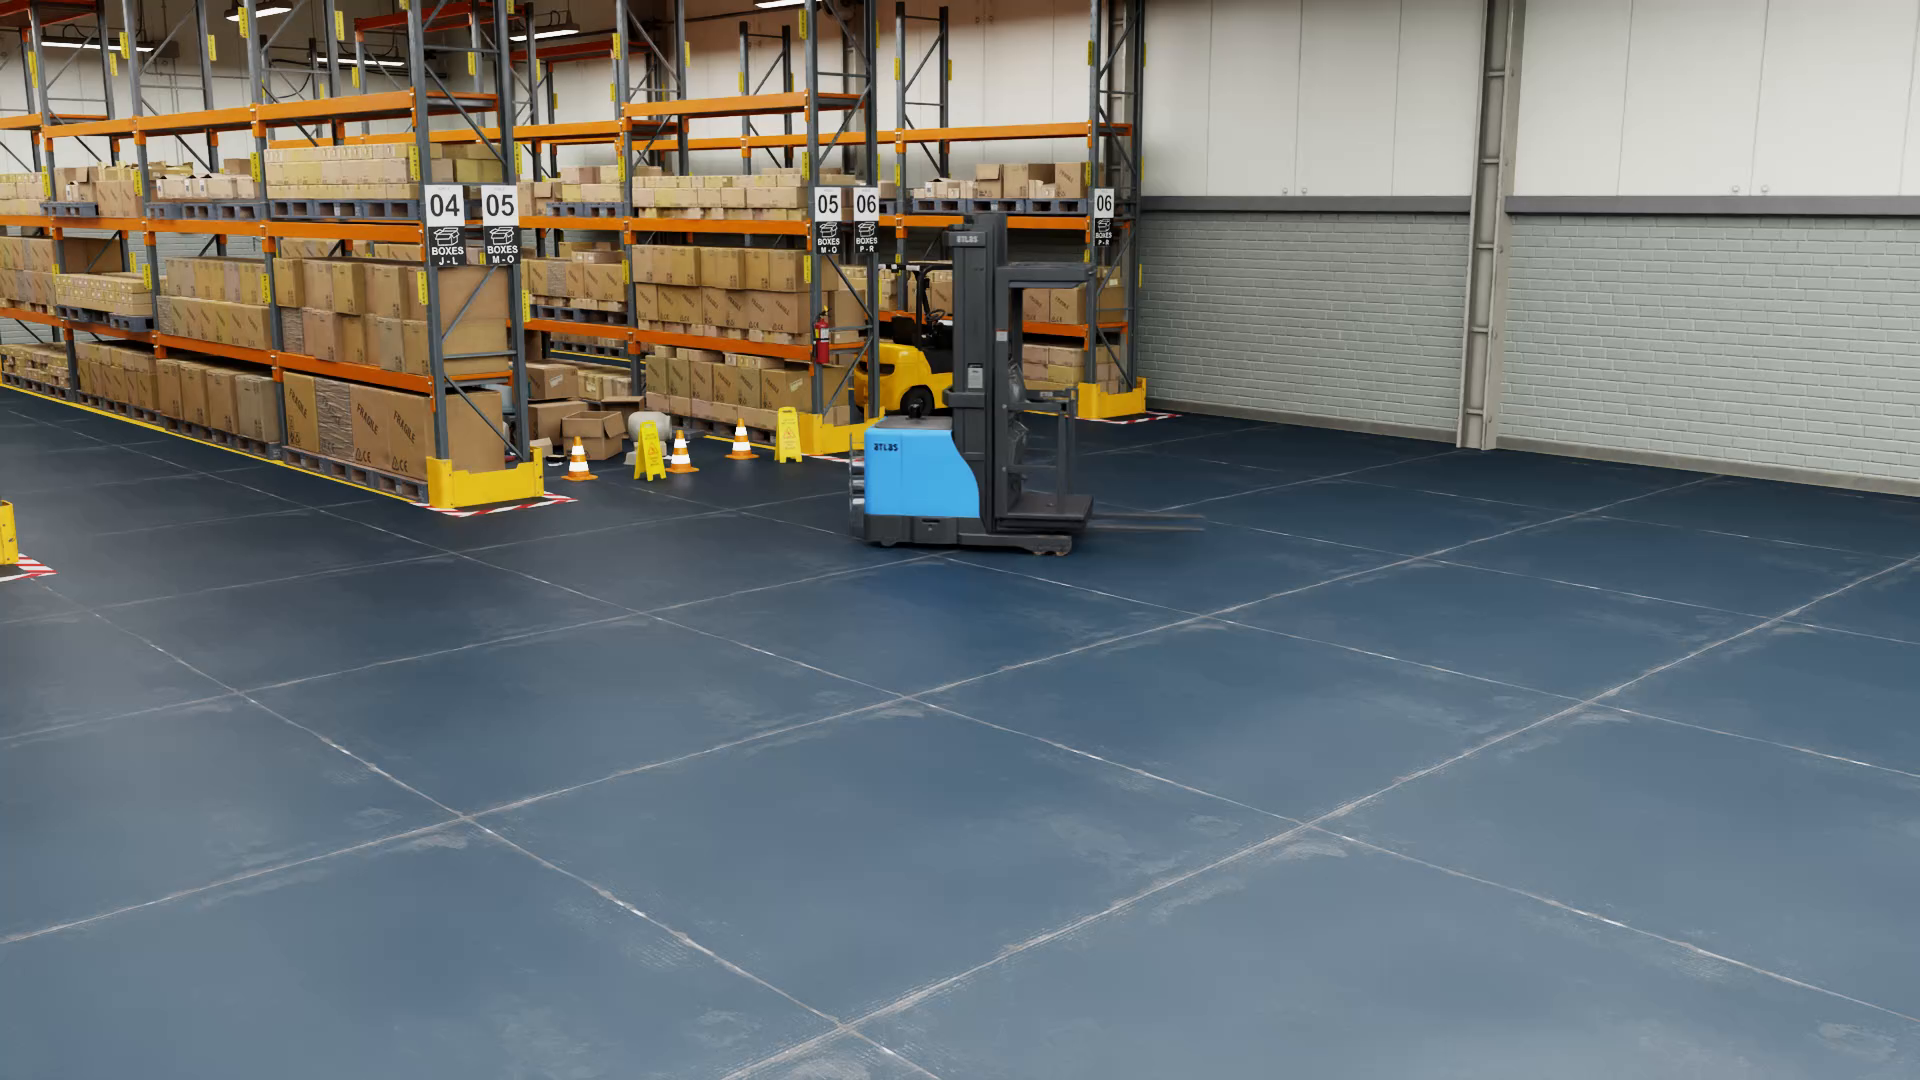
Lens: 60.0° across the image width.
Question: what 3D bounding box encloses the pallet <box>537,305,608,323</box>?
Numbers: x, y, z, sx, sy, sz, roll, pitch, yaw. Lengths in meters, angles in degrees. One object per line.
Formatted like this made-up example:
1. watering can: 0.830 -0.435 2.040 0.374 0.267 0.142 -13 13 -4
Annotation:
1. pallet: -5.536 -3.381 24.705 1.003 0.211 1.213 -11 16 -43

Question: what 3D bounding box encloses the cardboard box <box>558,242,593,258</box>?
1. cardboard box: -7.715 -5.735 33.430 0.500 0.500 0.500 -10 16 -41

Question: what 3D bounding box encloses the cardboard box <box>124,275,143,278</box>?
1. cardboard box: -12.075 -3.829 24.508 0.250 0.149 0.380 11 16 43

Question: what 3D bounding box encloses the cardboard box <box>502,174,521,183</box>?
1. cardboard box: -7.302 -5.518 25.869 0.637 0.503 0.797 11 16 42

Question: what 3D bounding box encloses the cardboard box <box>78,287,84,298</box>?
1. cardboard box: -12.539 -3.593 24.098 0.380 0.149 0.250 -10 15 -40

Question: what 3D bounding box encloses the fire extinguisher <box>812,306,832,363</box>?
1. fire extinguisher: -1.662 -2.472 20.008 0.296 0.674 0.183 -11 16 -43

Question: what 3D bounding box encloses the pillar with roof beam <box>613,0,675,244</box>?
1. pillar with roof beam: -9.050 -7.600 29.839 9.100 9.000 0.548 -11 16 -43

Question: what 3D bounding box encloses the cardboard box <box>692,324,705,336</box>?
1. cardboard box: -3.308 -2.773 21.899 0.380 0.149 0.250 -11 16 -42

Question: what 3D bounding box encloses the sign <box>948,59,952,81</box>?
1. sign: -0.165 -7.414 26.229 0.100 0.325 0.005 -11 16 -43

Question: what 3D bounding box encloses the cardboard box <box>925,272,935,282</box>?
1. cardboard box: -0.373 -4.113 25.925 0.380 0.149 0.250 -10 16 -41

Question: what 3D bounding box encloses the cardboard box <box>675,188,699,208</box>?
1. cardboard box: -3.365 -4.465 21.689 0.500 0.250 0.500 -11 16 -42

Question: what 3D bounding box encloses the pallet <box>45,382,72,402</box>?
1. pallet: -13.695 -2.365 26.207 1.003 0.211 1.213 -11 16 -43

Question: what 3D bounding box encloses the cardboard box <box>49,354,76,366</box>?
1. cardboard box: -14.021 -2.821 26.061 0.380 0.149 0.250 -11 16 -43

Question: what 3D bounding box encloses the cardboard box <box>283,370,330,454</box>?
1. cardboard box: -7.297 -1.534 19.486 0.875 0.875 0.875 -11 16 -42

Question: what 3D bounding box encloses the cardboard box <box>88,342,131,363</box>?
1. cardboard box: -12.517 -2.764 24.530 0.500 0.250 0.500 -10 16 -41

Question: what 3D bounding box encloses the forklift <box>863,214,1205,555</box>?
1. forklift: 0.694 -1.417 14.862 3.031 2.935 1.130 2 12 8

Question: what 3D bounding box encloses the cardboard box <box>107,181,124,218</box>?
1. cardboard box: -11.376 -4.691 22.905 0.500 0.500 0.500 -11 16 -43

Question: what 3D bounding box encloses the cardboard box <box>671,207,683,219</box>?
1. cardboard box: -3.597 -4.332 22.034 0.380 0.149 0.250 -10 15 -41

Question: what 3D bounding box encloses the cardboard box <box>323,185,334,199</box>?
1. cardboard box: -6.625 -3.749 17.912 0.380 0.149 0.250 -11 16 -42

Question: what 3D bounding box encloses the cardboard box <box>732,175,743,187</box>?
1. cardboard box: -2.658 -4.536 21.048 0.250 0.149 0.380 11 16 44

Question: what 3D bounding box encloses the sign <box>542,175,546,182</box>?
1. sign: -6.539 -5.556 26.071 0.100 0.325 0.005 -11 16 -43

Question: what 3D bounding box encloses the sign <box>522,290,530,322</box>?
1. sign: -4.513 -2.426 17.249 0.100 0.325 0.005 -11 16 -43

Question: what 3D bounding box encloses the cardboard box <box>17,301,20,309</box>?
1. cardboard box: -15.181 -3.866 27.203 0.380 0.149 0.250 -11 16 -43

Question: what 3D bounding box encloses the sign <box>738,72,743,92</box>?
1. sign: -3.731 -7.808 28.338 0.100 0.325 0.005 -11 16 -43

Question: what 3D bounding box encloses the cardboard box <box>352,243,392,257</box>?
1. cardboard box: -10.221 -4.911 28.930 0.500 0.500 0.500 -11 16 -43

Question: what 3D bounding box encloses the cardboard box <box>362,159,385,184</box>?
1. cardboard box: -5.803 -3.788 17.116 0.500 0.250 0.500 -11 16 -42

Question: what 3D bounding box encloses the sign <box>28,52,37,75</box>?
1. sign: -13.611 -6.999 24.412 0.100 0.325 0.005 -11 16 -43

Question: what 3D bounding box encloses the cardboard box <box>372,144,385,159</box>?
1. cardboard box: -5.745 -3.954 16.931 0.380 0.149 0.250 -11 16 -42

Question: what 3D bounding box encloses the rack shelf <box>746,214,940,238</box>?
1. rack shelf: -1.964 -5.276 27.773 1.077 0.370 4.000 -11 16 -43

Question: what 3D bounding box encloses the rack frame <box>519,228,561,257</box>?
1. rack frame: -8.870 -5.618 35.087 1.000 3.000 0.127 -11 16 -43

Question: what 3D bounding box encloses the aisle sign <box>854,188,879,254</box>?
1. aisle sign: -1.141 -3.898 20.296 0.394 0.787 0.004 -11 16 -43

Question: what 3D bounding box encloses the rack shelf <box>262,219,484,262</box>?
1. rack shelf: -6.299 -3.295 18.160 1.077 0.370 4.000 -11 16 -43

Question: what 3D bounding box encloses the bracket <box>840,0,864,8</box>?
1. bracket: -1.763 -8.977 27.603 0.235 0.232 0.430 -11 16 -43

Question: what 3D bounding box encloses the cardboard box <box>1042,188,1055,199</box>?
1. cardboard box: 1.388 -4.963 23.805 0.250 0.149 0.380 11 16 44

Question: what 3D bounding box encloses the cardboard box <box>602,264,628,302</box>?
1. cardboard box: -4.655 -3.611 23.316 0.500 0.500 0.500 -11 16 -44

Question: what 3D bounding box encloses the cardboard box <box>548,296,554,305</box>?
1. cardboard box: -5.895 -3.573 24.738 0.380 0.149 0.250 -10 15 -40

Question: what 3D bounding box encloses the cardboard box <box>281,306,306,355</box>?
1. cardboard box: -7.417 -2.492 19.538 0.875 0.550 0.550 -11 16 -43

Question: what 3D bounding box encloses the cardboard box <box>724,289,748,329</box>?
1. cardboard box: -2.668 -2.974 21.266 0.500 0.500 0.500 -11 16 -43

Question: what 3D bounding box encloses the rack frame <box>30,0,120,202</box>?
1. rack frame: -13.205 -6.576 24.868 1.000 3.000 0.127 -11 16 -43

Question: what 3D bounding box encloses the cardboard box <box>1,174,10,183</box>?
1. cardboard box: -15.076 -5.779 26.576 0.380 0.149 0.250 -10 15 -41

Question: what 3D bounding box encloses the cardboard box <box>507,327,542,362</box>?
1. cardboard box: -7.350 -3.036 26.777 0.875 0.875 0.875 -11 16 -43

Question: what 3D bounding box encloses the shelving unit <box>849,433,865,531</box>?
1. shelving unit: -0.911 -0.550 15.683 0.258 0.900 0.210 -1 12 -3

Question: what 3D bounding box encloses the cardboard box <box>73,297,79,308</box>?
1. cardboard box: -12.728 -3.485 24.316 0.380 0.149 0.250 -11 16 -42

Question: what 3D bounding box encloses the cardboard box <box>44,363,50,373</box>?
1. cardboard box: -14.339 -2.754 26.470 0.380 0.149 0.250 -10 16 -41

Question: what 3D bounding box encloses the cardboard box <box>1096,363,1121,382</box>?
1. cardboard box: 2.005 -2.485 24.411 0.500 0.250 0.500 -11 16 -42

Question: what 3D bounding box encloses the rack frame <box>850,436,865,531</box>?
1. rack frame: -0.906 -0.529 15.584 0.240 0.900 0.006 -1 12 -3

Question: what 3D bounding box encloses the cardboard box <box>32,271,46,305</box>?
1. cardboard box: -14.101 -3.940 25.954 0.500 0.500 0.500 11 16 44

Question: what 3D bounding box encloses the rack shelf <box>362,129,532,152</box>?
1. rack shelf: -8.314 -6.441 26.984 1.077 0.370 4.000 -11 16 -43

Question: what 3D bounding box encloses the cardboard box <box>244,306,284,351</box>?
1. cardboard box: -8.234 -2.558 19.985 0.500 0.500 0.500 -11 16 -43

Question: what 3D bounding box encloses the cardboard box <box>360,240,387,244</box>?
1. cardboard box: -10.138 -5.199 28.720 0.380 0.149 0.250 -11 16 -44

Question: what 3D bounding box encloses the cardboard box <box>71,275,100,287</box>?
1. cardboard box: -12.723 -3.776 24.251 0.380 0.149 0.250 -11 16 -43

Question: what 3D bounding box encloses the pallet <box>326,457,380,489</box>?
1. pallet: -6.365 -0.805 18.632 1.003 0.211 1.213 -11 16 -43
